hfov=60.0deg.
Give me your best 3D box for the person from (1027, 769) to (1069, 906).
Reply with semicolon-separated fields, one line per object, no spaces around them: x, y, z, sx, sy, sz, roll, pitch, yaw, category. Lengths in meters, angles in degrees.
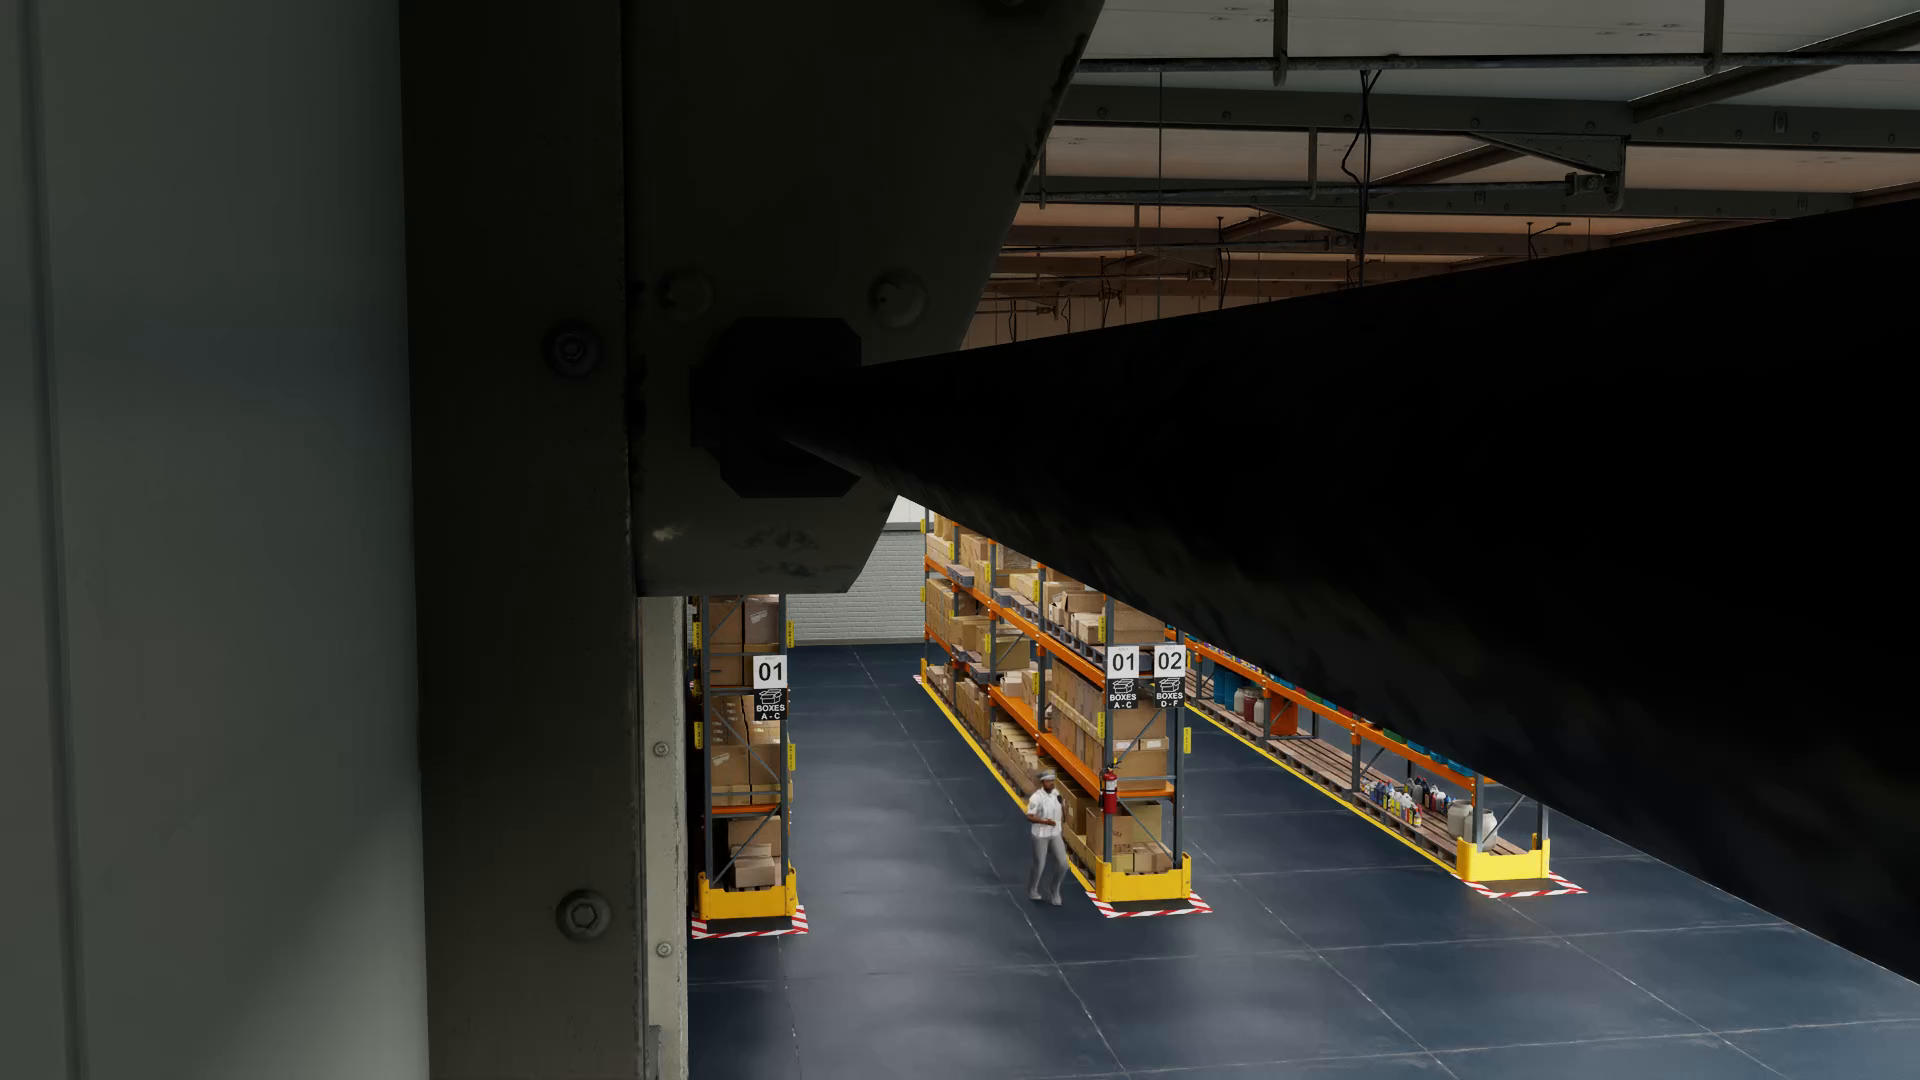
1.097;3.691;20.593;0.583;1.735;0.650;-3;6;-27;person
